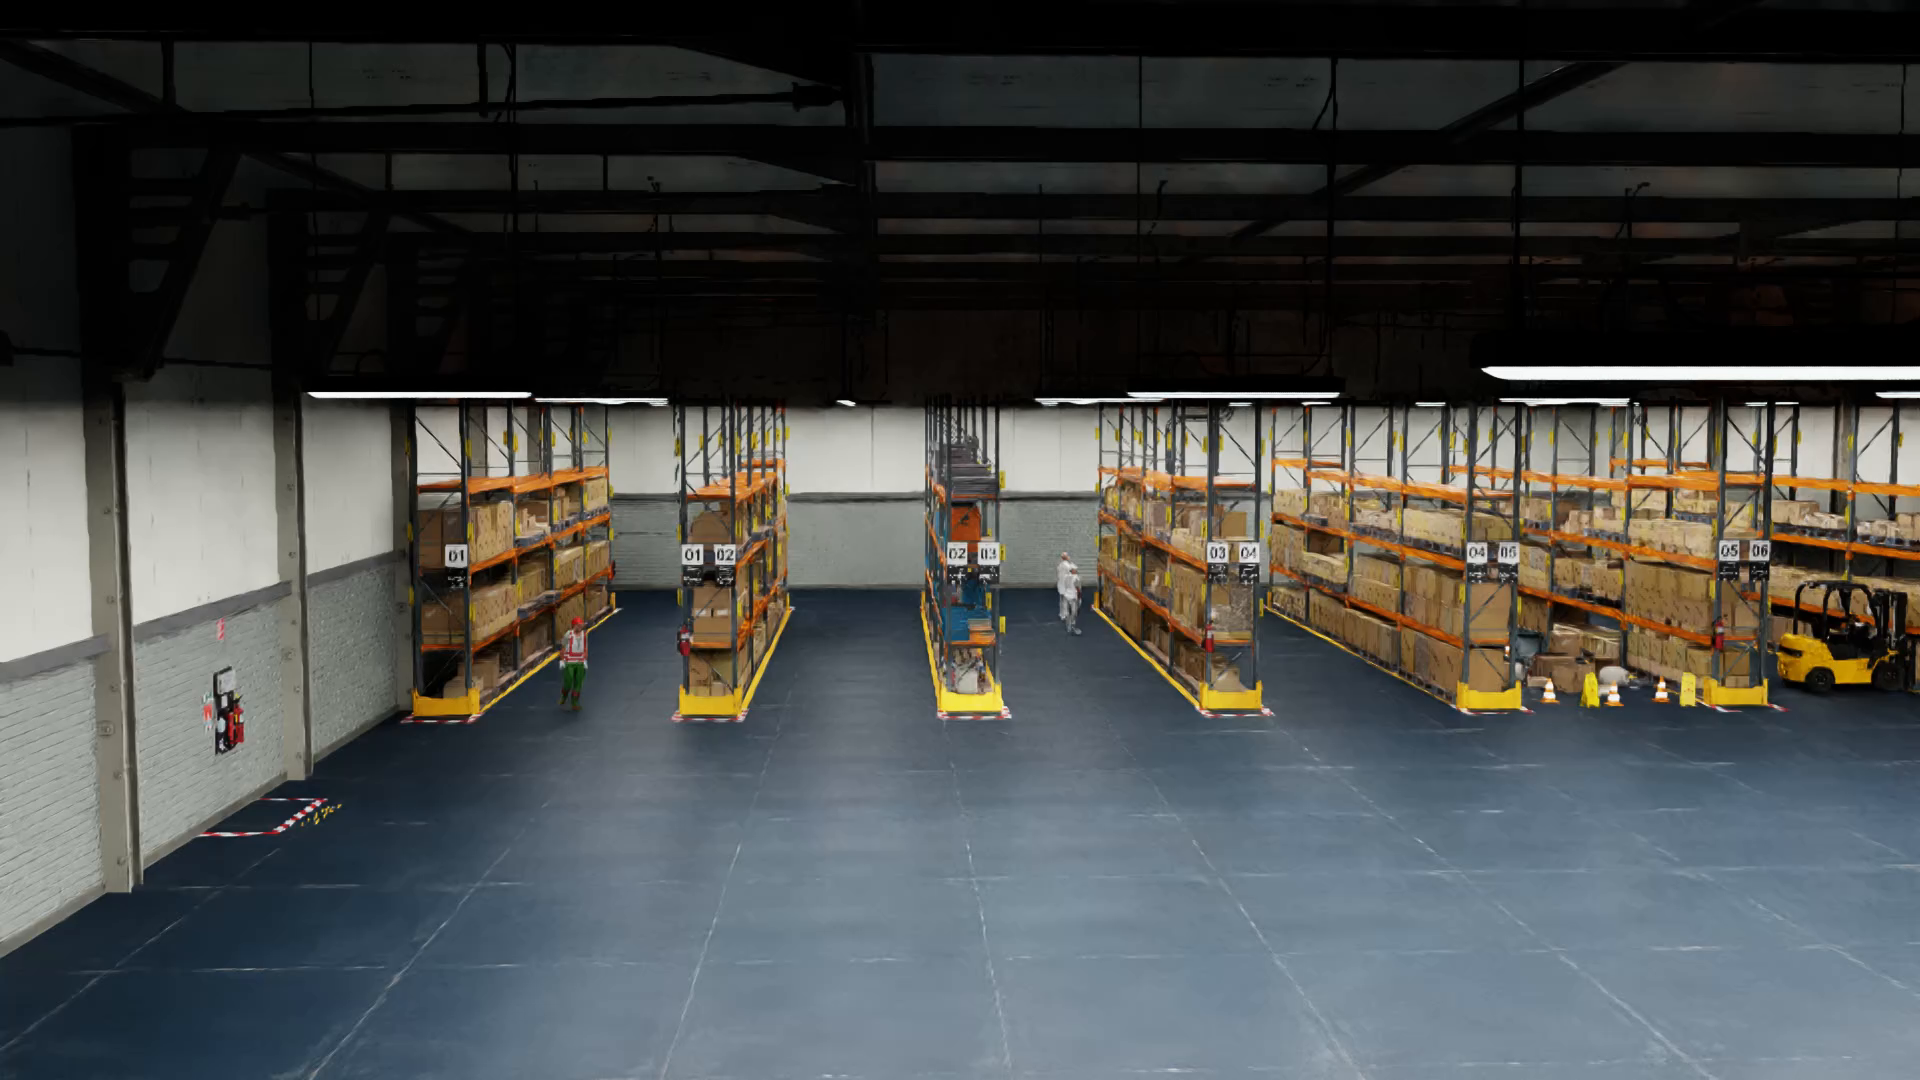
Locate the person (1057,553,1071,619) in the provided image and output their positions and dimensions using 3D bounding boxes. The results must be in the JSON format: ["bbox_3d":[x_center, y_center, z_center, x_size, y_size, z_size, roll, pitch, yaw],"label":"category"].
[{"bbox_3d":[2.908,1.239,45.304,0.505,1.788,0.640,-3,5,-32],"label":"person"}]

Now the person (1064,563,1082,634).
[{"bbox_3d":[2.904,1.475,42.283,0.457,1.783,0.618,-3,5,-32],"label":"person"}]

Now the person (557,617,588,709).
[{"bbox_3d":[-7.382,2.334,31.705,0.591,1.780,0.573,-3,6,-37],"label":"person"}]
